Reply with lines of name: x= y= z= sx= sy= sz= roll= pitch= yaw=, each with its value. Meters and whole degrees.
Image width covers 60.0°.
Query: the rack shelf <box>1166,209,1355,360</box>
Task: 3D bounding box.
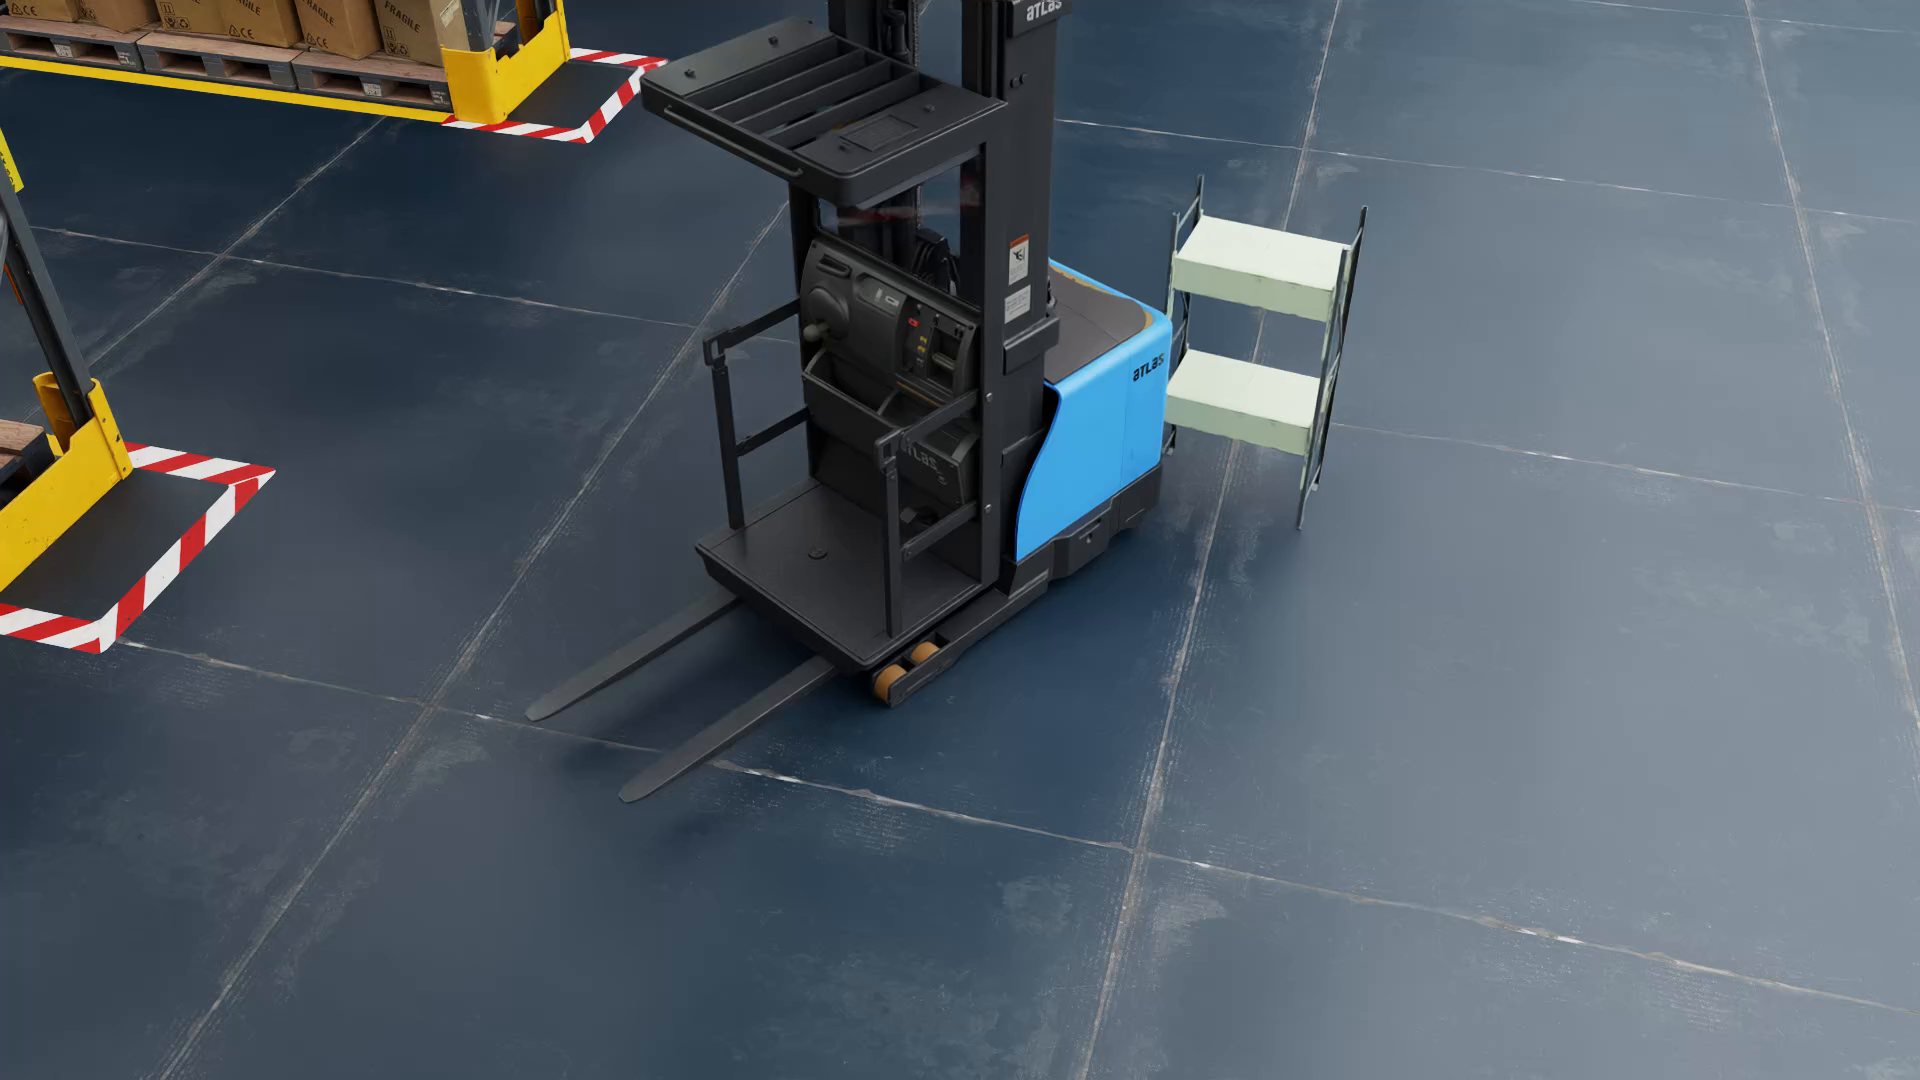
rack shelf: x=1.331 y=-1.135 z=7.353 sx=0.720 sy=0.370 sz=0.431 roll=15 pitch=42 yaw=18

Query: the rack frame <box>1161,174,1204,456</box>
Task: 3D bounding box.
rack frame: x=0.995 y=-0.929 z=7.715 sx=0.023 sy=1.500 sz=0.400 roll=15 pitch=42 yaw=18

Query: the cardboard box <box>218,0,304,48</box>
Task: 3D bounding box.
cardboard box: x=-4.795 y=-3.792 z=11.575 sx=0.500 sy=0.500 sz=0.500 roll=13 pitch=42 yaw=15

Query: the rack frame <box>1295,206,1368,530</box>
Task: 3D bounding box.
rack frame: x=1.668 y=-0.744 z=7.494 sx=0.023 sy=1.500 sz=0.400 roll=15 pitch=42 yaw=18

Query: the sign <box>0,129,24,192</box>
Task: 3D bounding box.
sign: x=-4.144 y=-1.651 z=7.192 sx=0.005 sy=0.325 sz=0.100 roll=10 pitch=41 yaw=11

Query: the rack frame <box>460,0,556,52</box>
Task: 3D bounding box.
rack frame: x=-3.010 y=-4.281 z=10.539 sx=0.127 sy=3.000 sz=1.000 roll=10 pitch=41 yaw=11

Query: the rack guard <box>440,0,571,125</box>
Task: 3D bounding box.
rack guard: x=-3.083 y=-3.336 z=11.358 sx=0.348 sy=0.500 sz=1.175 roll=10 pitch=41 yaw=11

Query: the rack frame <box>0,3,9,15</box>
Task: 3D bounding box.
rack frame: x=-6.874 y=-4.946 z=11.331 sx=0.127 sy=3.000 sz=1.000 roll=10 pitch=41 yaw=11

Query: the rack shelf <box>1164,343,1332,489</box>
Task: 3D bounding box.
rack shelf: x=1.331 y=-0.587 z=7.814 sx=0.720 sy=0.370 sz=0.431 roll=15 pitch=42 yaw=18

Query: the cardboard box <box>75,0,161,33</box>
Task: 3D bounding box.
cardboard box: x=-5.942 y=-3.967 z=11.783 sx=0.500 sy=0.500 sz=0.500 roll=23 pitch=45 yaw=25

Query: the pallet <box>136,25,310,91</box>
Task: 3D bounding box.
pallet: x=-5.034 y=-3.586 z=11.881 sx=1.213 sy=0.211 sz=1.003 roll=10 pitch=41 yaw=11

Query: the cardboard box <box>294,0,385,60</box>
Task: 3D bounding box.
cardboard box: x=-4.195 y=-3.676 z=11.437 sx=0.500 sy=0.500 sz=0.500 roll=20 pitch=44 yaw=23

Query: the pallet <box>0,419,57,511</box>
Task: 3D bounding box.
pallet: x=-5.159 y=-0.257 z=7.917 sx=1.213 sy=0.211 sz=1.003 roll=10 pitch=41 yaw=11

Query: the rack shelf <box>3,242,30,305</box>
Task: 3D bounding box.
rack shelf: x=-6.222 y=-1.260 z=7.502 sx=4.000 sy=0.370 sz=1.077 roll=10 pitch=41 yaw=11

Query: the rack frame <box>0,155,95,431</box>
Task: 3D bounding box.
rack frame: x=-4.290 y=-1.203 z=6.875 sx=0.127 sy=3.000 sz=1.000 roll=10 pitch=41 yaw=11

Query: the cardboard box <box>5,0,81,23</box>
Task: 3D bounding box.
cardboard box: x=-6.498 y=-4.058 z=11.891 sx=0.500 sy=0.500 sz=0.500 roll=9 pitch=41 yaw=10

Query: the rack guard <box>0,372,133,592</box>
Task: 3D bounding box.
rack guard: x=-4.376 y=-0.230 z=7.659 sx=0.348 sy=0.500 sz=1.175 roll=10 pitch=41 yaw=11

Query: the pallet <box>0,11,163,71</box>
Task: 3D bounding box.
pallet: x=-6.216 y=-3.788 z=12.121 sx=1.213 sy=0.211 sz=1.003 roll=10 pitch=41 yaw=11

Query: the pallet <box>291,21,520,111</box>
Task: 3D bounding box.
pallet: x=-3.859 y=-3.382 z=11.638 sx=1.213 sy=0.211 sz=1.003 roll=10 pitch=41 yaw=11

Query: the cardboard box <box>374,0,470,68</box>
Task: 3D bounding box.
cardboard box: x=-3.609 y=-3.598 z=11.344 sx=0.500 sy=0.500 sz=0.500 roll=17 pitch=43 yaw=19

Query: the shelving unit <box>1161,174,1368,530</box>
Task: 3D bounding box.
shelving unit: x=1.331 y=-0.837 z=7.604 sx=0.755 sy=1.500 sz=0.431 roll=15 pitch=42 yaw=18

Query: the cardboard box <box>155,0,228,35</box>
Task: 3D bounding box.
cardboard box: x=-5.322 y=-3.913 z=11.718 sx=0.500 sy=0.500 sz=0.500 roll=6 pitch=40 yaw=8

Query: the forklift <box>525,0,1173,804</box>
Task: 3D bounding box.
forklift: x=-0.438 y=-0.809 z=6.458 sx=1.130 sy=2.935 sz=3.031 roll=32 pitch=49 yaw=32
